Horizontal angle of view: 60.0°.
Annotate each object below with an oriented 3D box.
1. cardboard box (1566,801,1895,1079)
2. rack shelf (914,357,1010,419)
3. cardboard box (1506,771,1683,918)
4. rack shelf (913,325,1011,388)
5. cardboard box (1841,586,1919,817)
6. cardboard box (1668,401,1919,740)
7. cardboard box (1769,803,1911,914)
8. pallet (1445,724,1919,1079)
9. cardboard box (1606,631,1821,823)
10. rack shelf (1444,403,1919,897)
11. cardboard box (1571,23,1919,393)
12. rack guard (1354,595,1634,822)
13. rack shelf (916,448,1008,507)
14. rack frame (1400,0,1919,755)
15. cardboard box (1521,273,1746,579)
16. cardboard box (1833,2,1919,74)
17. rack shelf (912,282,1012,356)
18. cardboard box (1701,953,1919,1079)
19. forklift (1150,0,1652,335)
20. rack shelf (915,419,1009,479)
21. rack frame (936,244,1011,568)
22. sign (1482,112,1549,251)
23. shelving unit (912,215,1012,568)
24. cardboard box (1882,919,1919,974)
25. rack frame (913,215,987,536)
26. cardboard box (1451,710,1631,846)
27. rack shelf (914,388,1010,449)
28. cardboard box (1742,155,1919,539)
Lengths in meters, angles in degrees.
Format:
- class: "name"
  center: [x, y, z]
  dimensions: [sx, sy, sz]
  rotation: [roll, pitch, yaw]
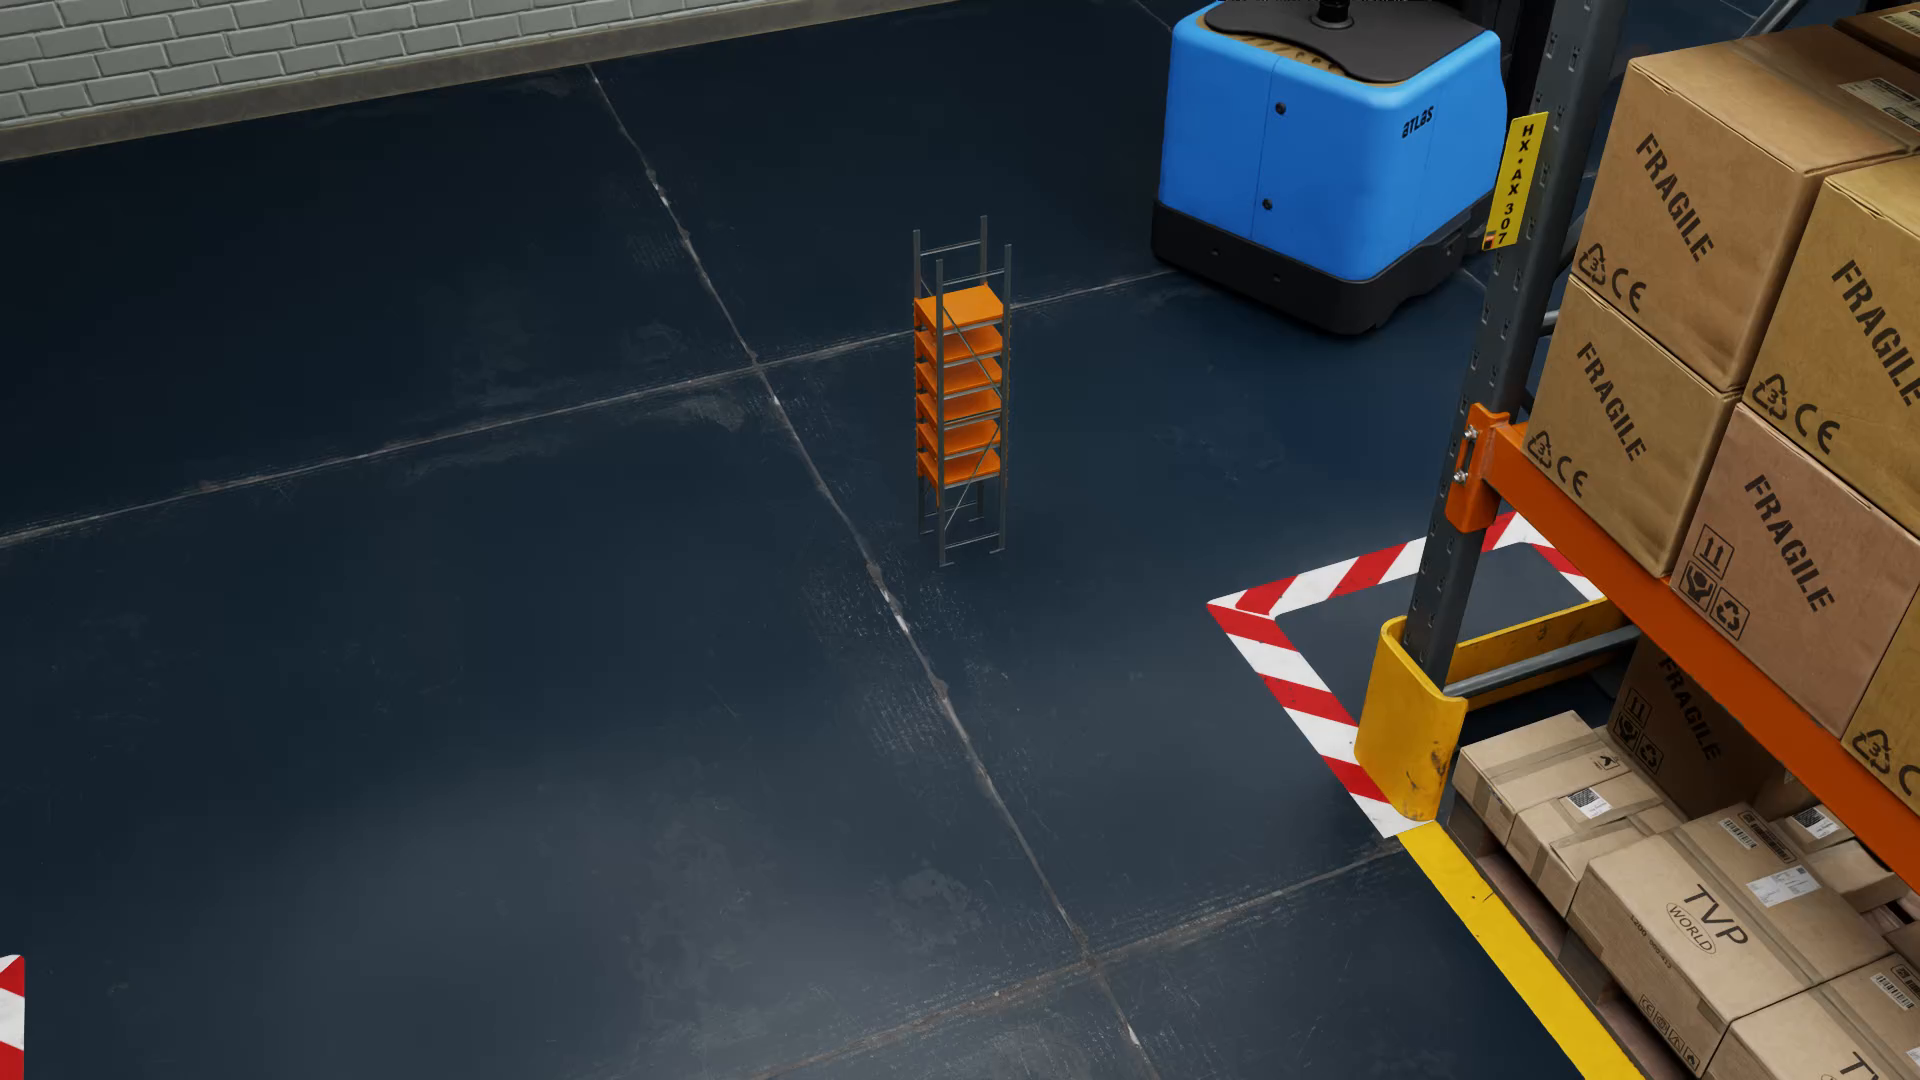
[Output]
- class: "cardboard box"
  center: [1.879, 0.970, 4.093]
  dimensions: [0.500, 0.250, 0.500]
  rotation: [-15, 43, -17]
- class: "rack shelf"
  center: [0.006, -0.504, 5.299]
  dimensions: [0.258, 0.103, 0.180]
  rotation: [-15, 43, -17]
- class: "cardboard box"
  center: [1.680, 0.791, 4.365]
  dimensions: [0.380, 0.166, 0.250]
  rotation: [-15, 43, -17]
- class: "rack shelf"
  center: [0.006, -0.594, 5.221]
  dimensions: [0.258, 0.103, 0.180]
  rotation: [-15, 43, -17]
- class: "cardboard box"
  center: [2.059, 0.303, 3.021]
  dimensions: [0.500, 0.500, 0.500]
  rotation: [-15, 43, -17]
- class: "cardboard box"
  center: [1.870, 0.000, 3.373]
  dimensions: [0.500, 0.500, 0.500]
  rotation: [-16, 43, -17]
- class: "cardboard box"
  center: [2.249, 0.835, 4.314]
  dimensions: [0.380, 0.166, 0.250]
  rotation: [-15, 43, -17]
- class: "pallet"
  center: [2.077, 0.978, 4.451]
  dimensions: [1.003, 0.211, 1.213]
  rotation: [-15, 43, -17]
- class: "cardboard box"
  center: [2.177, 0.442, 4.515]
  dimensions: [0.500, 0.500, 0.500]
  rotation: [-15, 43, -17]
- class: "rack shelf"
  center: [2.507, 0.873, 2.987]
  dimensions: [1.077, 0.370, 4.000]
  rotation: [-15, 43, -17]
- class: "cardboard box"
  center: [1.668, -0.689, 3.407]
  dimensions: [0.500, 0.500, 0.500]
  rotation: [-14, 43, -16]
- class: "rack guard"
  center: [1.771, 0.388, 4.915]
  dimensions: [1.175, 0.500, 0.348]
  rotation: [-15, 43, -17]
- class: "rack shelf"
  center: [0.006, -0.231, 5.534]
  dimensions: [0.258, 0.103, 0.180]
  rotation: [-15, 43, -17]
- class: "rack frame"
  center: [1.742, -0.605, 4.153]
  dimensions: [1.000, 3.000, 0.127]
  rotation: [-15, 43, -17]
- class: "cardboard box"
  center: [1.668, -0.310, 3.733]
  dimensions: [0.500, 0.500, 0.500]
  rotation: [-14, 43, -16]
- class: "cardboard box"
  center: [2.166, -0.823, 3.562]
  dimensions: [0.500, 0.500, 0.500]
  rotation: [-15, 43, -17]
- class: "rack shelf"
  center: [0.006, -0.685, 5.143]
  dimensions: [0.258, 0.103, 0.180]
  rotation: [-15, 43, -17]
- class: "cardboard box"
  center: [2.070, 1.271, 3.742]
  dimensions: [0.500, 0.250, 0.500]
  rotation: [-15, 43, -17]
- class: "forklift"
  center: [2.172, -2.802, 6.760]
  dimensions: [1.130, 2.935, 3.031]
  rotation: [31, 49, 31]
- class: "rack shelf"
  center: [0.006, -0.322, 5.456]
  dimensions: [0.258, 0.103, 0.180]
  rotation: [-15, 43, -17]
- class: "rack frame"
  center: [0.041, -0.391, 5.285]
  dimensions: [0.240, 1.200, 0.006]
  rotation: [-15, 43, -17]
- class: "sign"
  center: [1.240, -0.798, 3.713]
  dimensions: [0.100, 0.325, 0.005]
  rotation: [-15, 43, -17]
- class: "shelving unit"
  center: [0.006, -0.446, 5.349]
  dimensions: [0.258, 1.200, 0.189]
  rotation: [-15, 43, -17]
- class: "cardboard box"
  center: [2.513, 1.117, 3.922]
  dimensions: [0.500, 0.250, 0.500]
  rotation: [-15, 43, -17]
- class: "rack frame"
  center: [-0.029, -0.501, 5.413]
  dimensions: [0.240, 1.200, 0.006]
  rotation: [-15, 43, -17]
- class: "cardboard box"
  center: [1.584, 0.647, 4.546]
  dimensions: [0.380, 0.149, 0.250]
  rotation: [-15, 43, -17]
- class: "rack shelf"
  center: [0.006, -0.413, 5.378]
  dimensions: [0.258, 0.103, 0.180]
  rotation: [-15, 43, -17]
- class: "cardboard box"
  center: [1.875, -0.376, 3.043]
  dimensions: [0.500, 0.500, 0.500]
  rotation: [-15, 43, -16]
